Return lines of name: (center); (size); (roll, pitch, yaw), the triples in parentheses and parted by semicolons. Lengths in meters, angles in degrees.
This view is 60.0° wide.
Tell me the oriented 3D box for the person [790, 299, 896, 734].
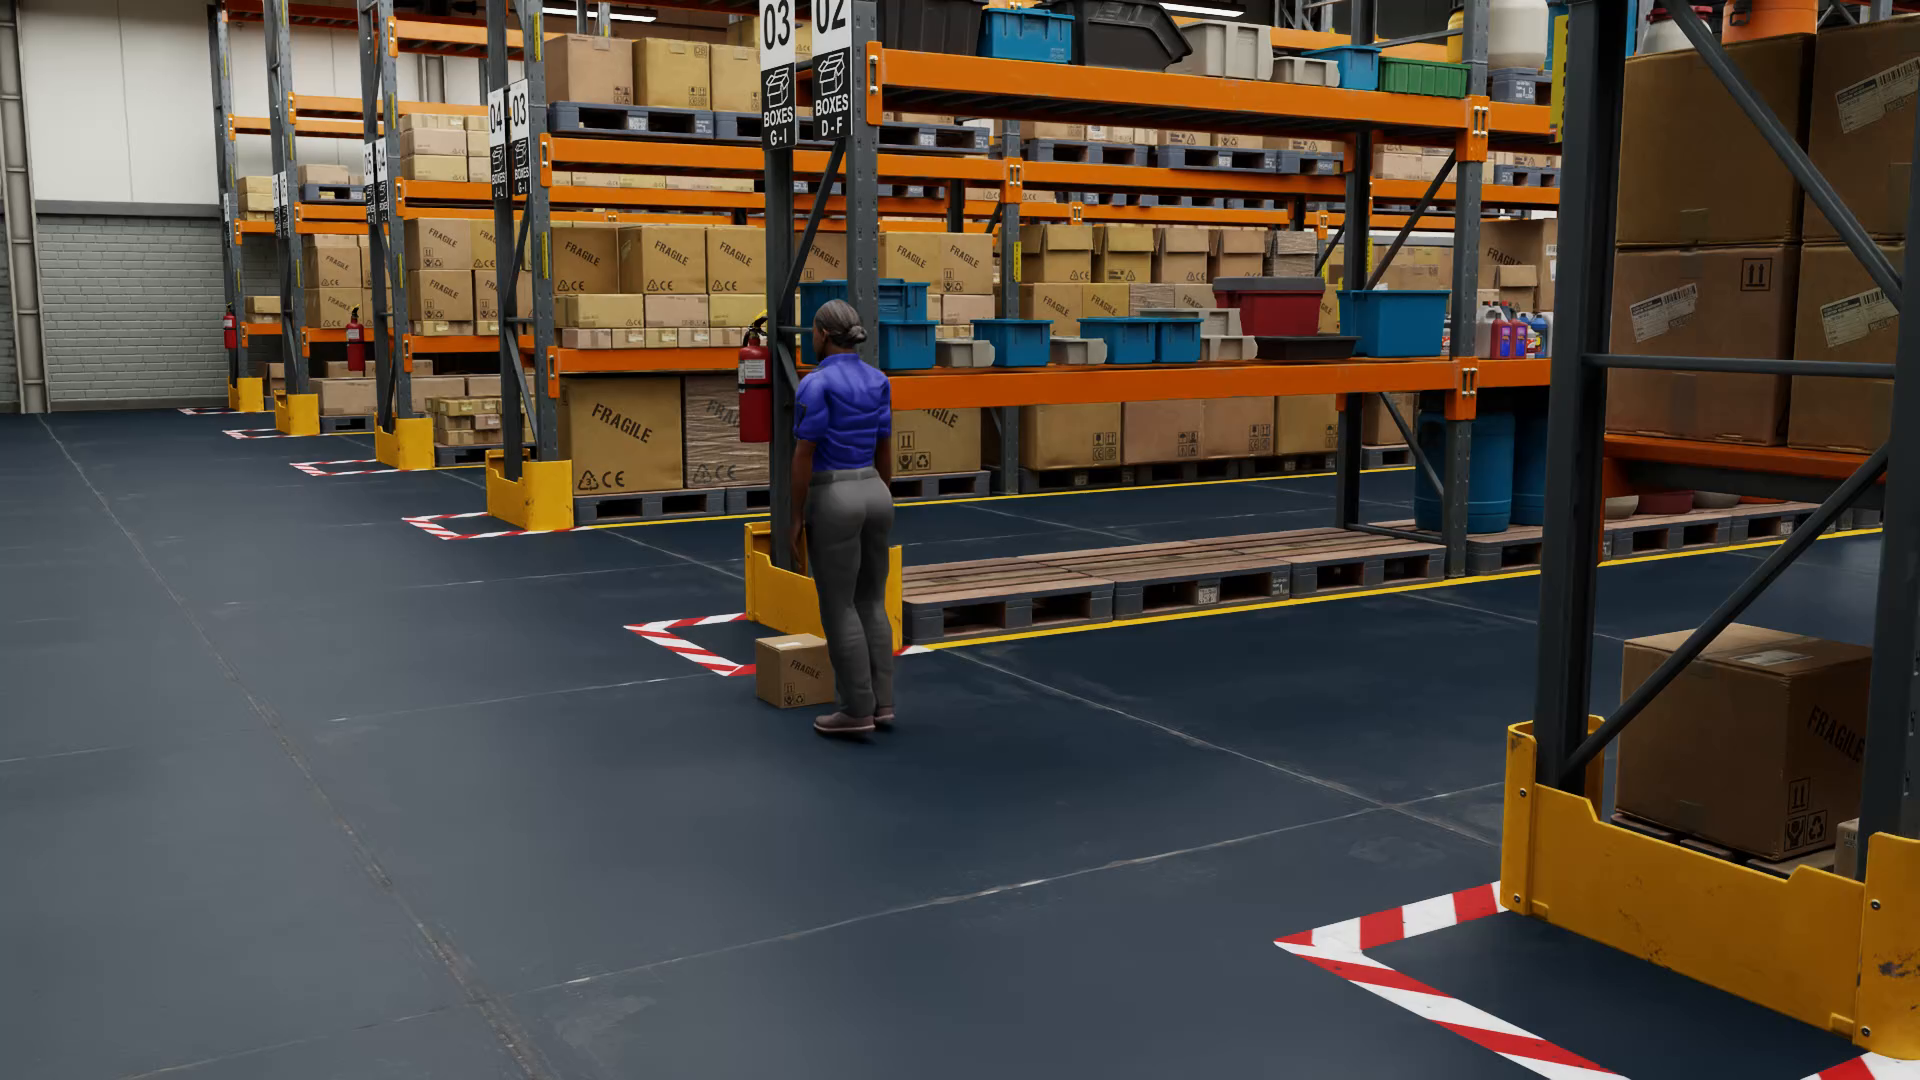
person: (-0.426, -0.077, 6.385); (0.376, 1.682, 0.488); (8, 11, 44)
